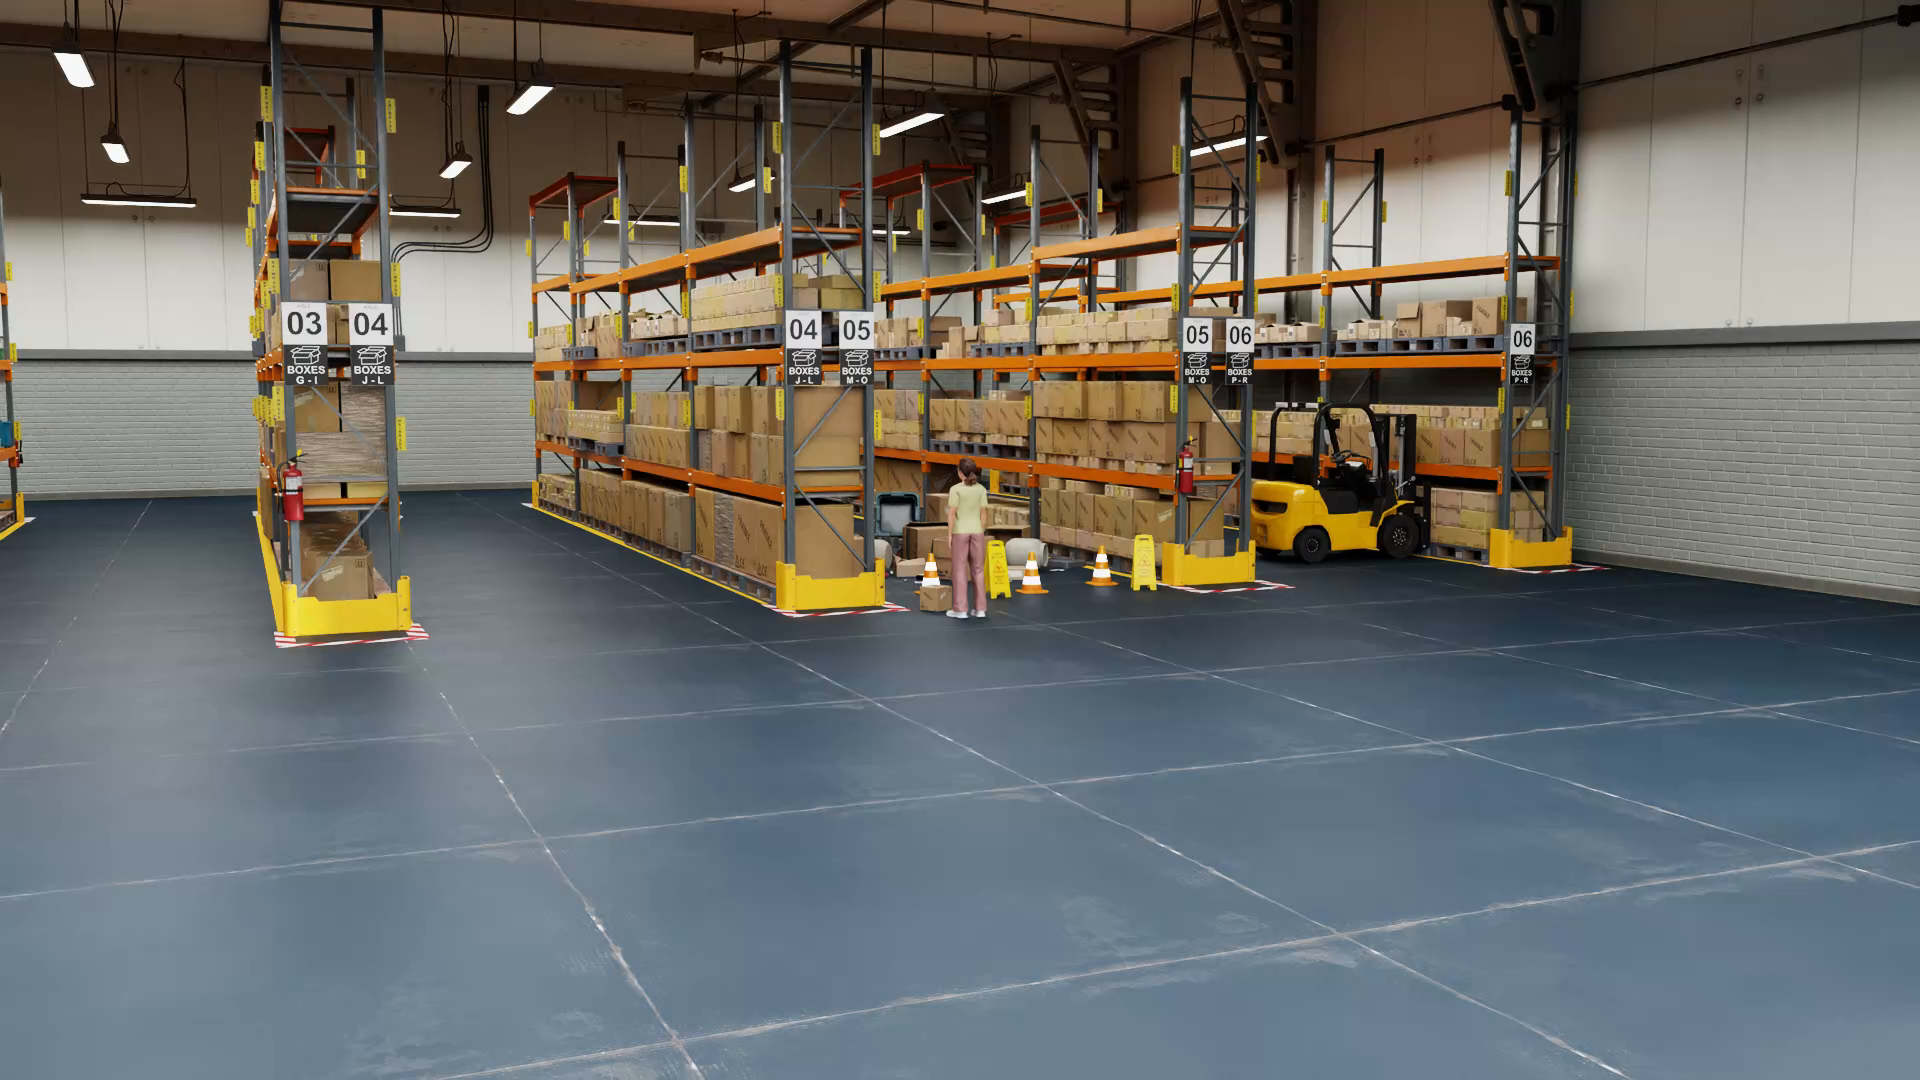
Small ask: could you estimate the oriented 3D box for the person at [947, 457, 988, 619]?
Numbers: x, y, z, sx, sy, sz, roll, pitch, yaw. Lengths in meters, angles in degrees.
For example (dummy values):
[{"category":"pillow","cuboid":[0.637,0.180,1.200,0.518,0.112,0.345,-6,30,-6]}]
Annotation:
[{"category":"person","cuboid":[0.067,-0.024,17.245,0.438,1.670,0.349,-2,6,-22]}]
